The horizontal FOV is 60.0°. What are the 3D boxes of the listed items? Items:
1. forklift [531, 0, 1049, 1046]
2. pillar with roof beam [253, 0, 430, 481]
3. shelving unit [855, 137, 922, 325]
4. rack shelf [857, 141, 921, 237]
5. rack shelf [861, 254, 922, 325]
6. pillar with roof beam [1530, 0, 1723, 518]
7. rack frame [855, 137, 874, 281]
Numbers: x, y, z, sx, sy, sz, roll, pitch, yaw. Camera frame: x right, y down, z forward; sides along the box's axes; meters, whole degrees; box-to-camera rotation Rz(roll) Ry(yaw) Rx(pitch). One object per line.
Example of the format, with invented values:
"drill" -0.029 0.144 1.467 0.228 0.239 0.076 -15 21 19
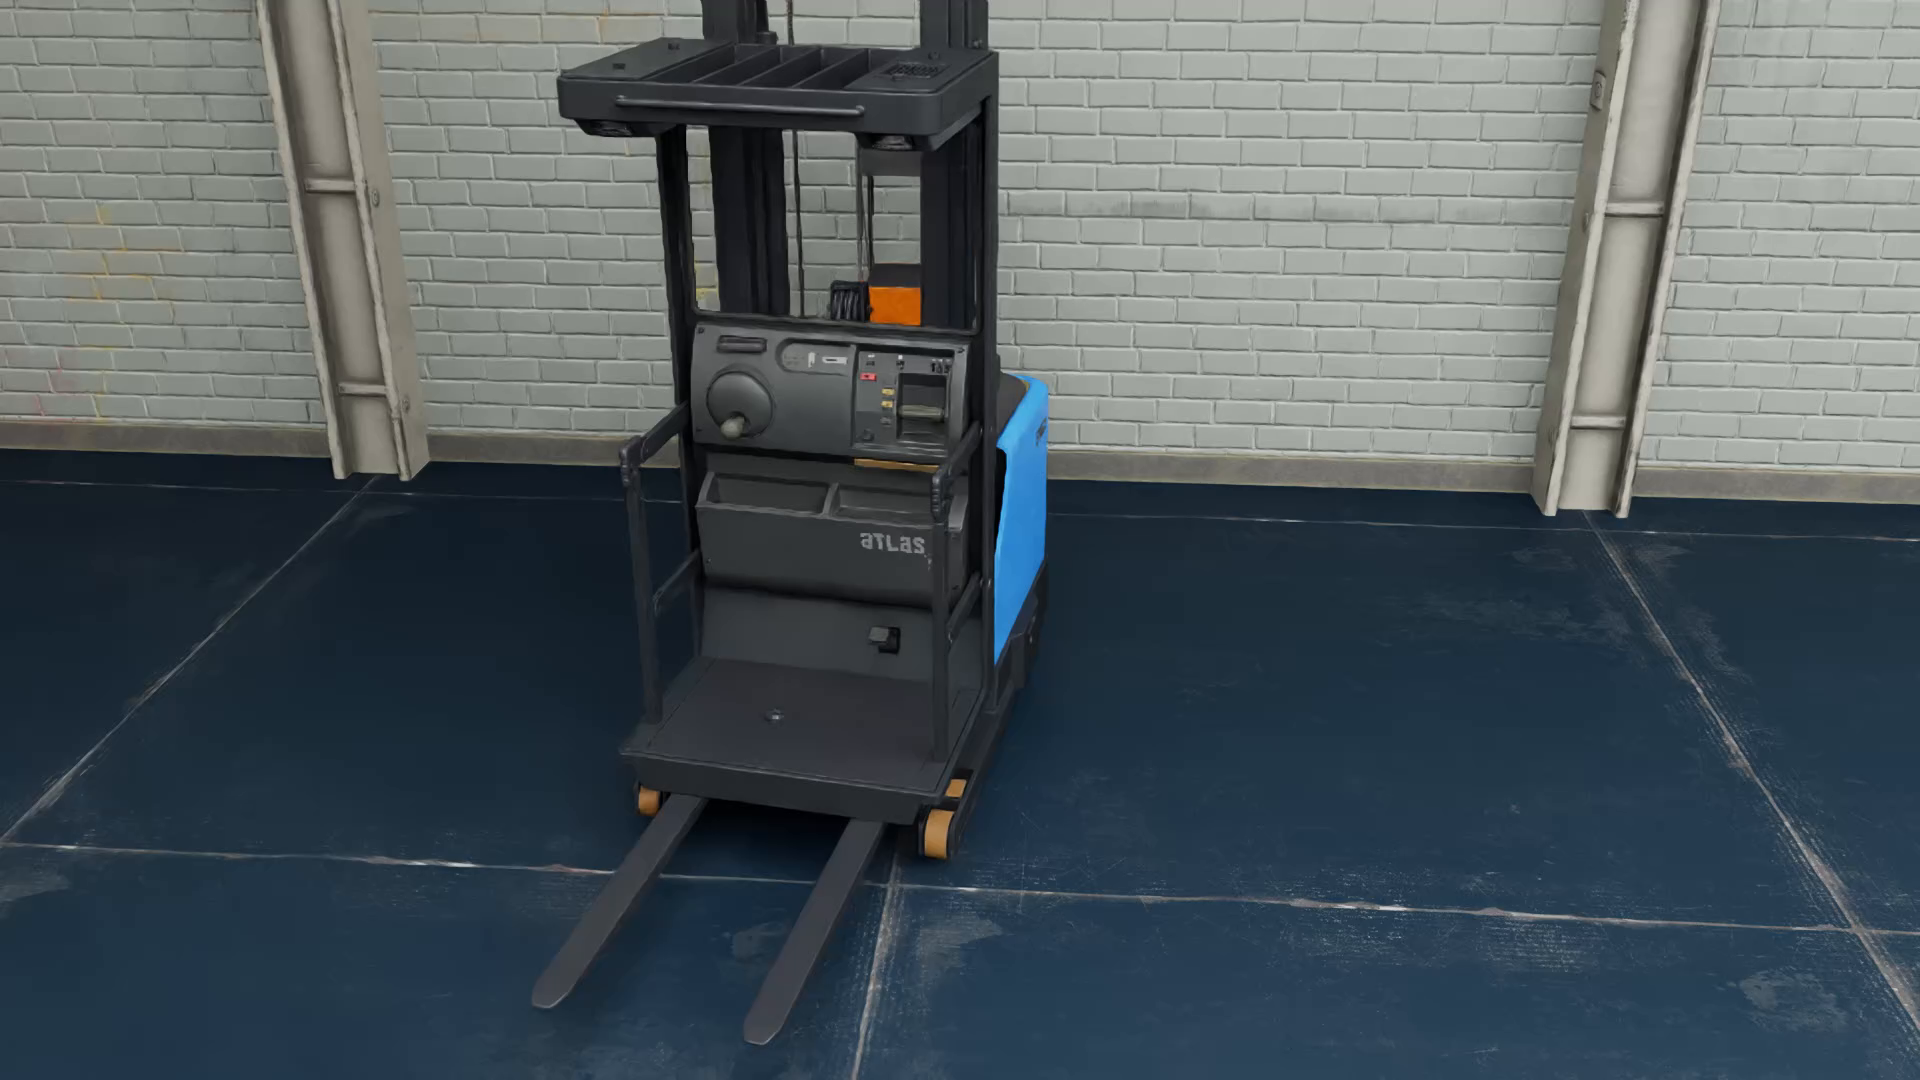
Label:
"forklift" -0.479 -0.457 5.236 1.130 2.935 3.031 6 25 12
"pillar with roof beam" -3.291 -2.662 2.769 0.400 9.000 9.100 2 25 4
"shelving unit" -0.165 -0.959 7.323 0.503 2.100 0.431 2 25 4
"rack shelf" -0.165 -1.583 7.036 0.480 0.518 0.431 2 25 4
"rack shelf" -0.165 -0.947 7.328 0.480 0.518 0.431 2 25 4
"pillar with roof beam" 2.691 -2.470 2.352 0.400 9.000 9.100 2 25 4
"rack frame" -0.408 -0.967 7.340 0.015 2.100 0.400 2 25 4
